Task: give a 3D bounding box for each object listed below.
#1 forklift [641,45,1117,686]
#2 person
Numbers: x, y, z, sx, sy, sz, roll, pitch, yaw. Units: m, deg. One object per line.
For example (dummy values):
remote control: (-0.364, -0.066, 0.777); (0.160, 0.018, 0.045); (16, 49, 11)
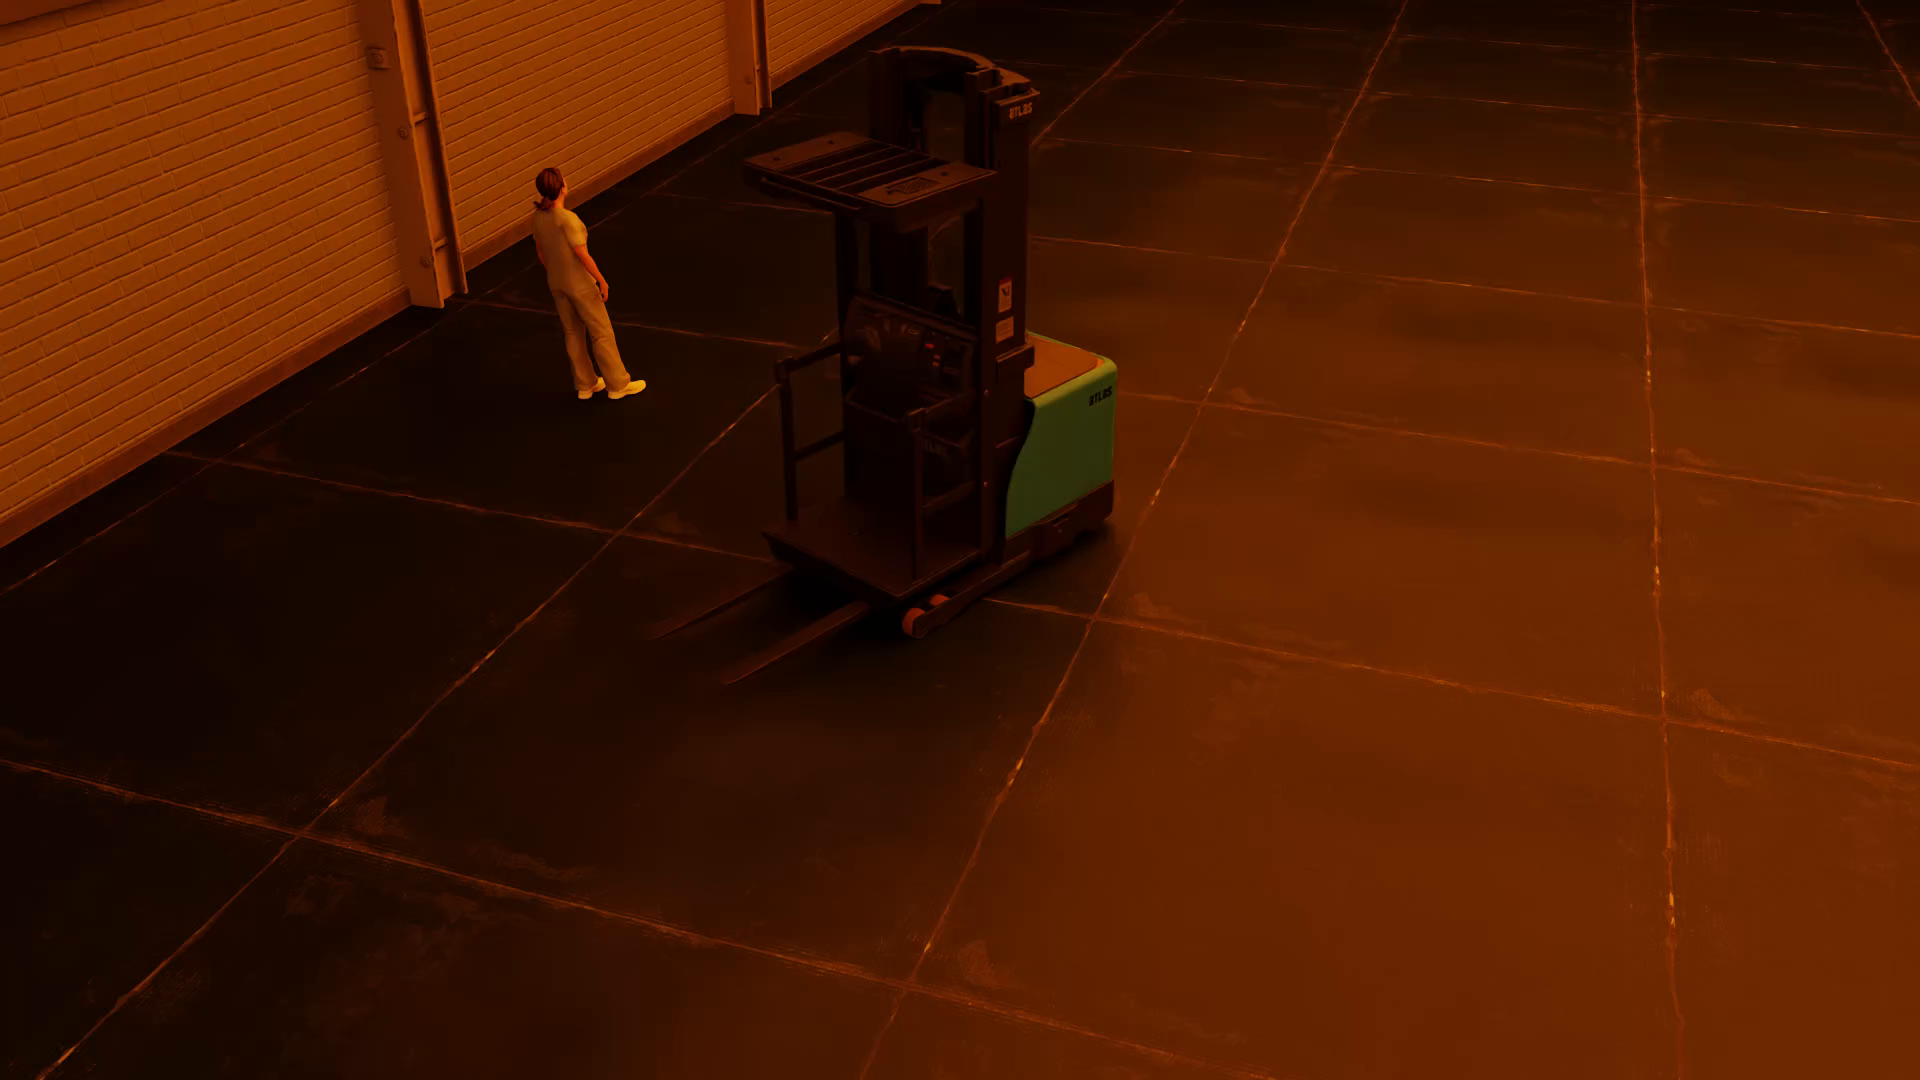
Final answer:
forklift: (-0.420, -1.015, 8.918); (1.130, 2.935, 3.031); (24, 38, 36)
person: (-2.622, -1.782, 11.516); (0.547, 1.674, 0.550); (18, 34, 29)
